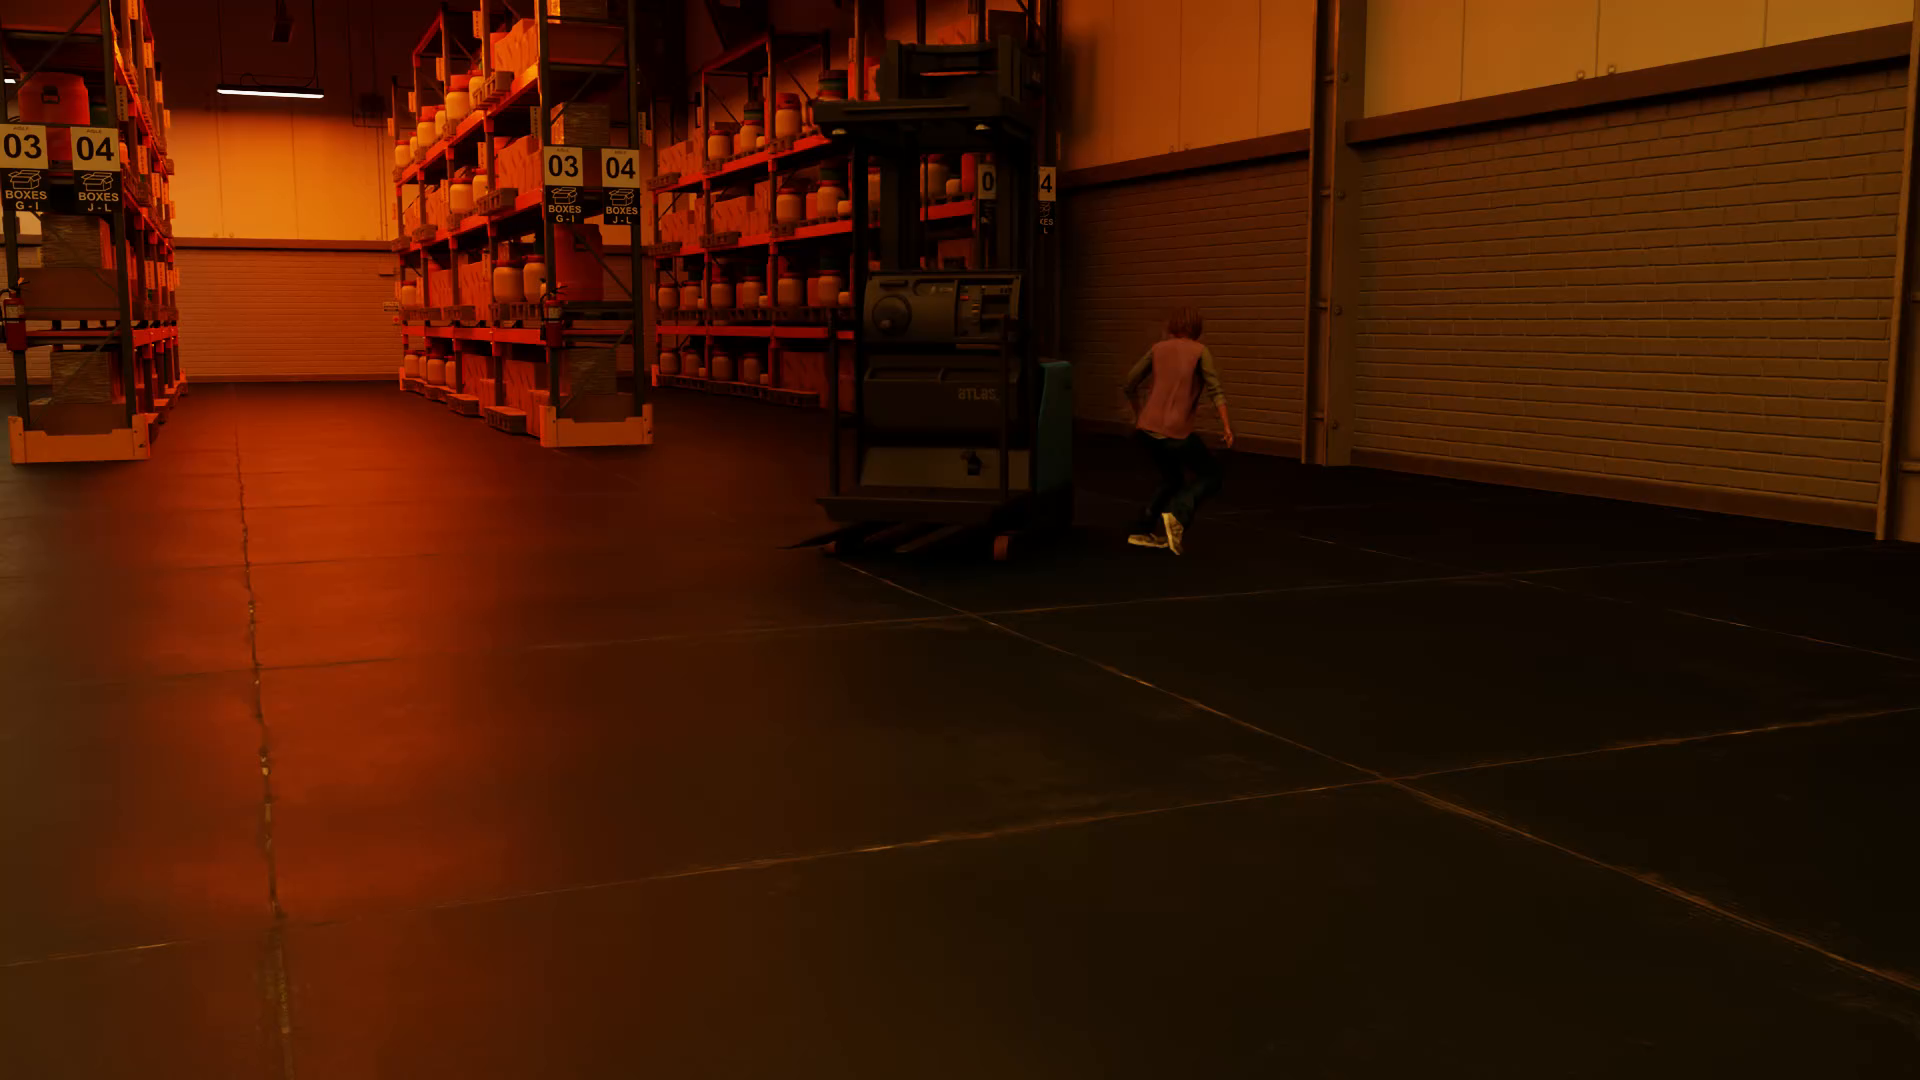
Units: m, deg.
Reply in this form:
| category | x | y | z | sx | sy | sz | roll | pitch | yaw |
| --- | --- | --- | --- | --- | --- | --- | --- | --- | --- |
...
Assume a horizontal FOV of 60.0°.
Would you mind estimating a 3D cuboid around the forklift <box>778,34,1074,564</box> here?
| category | x | y | z | sx | sy | sz | roll | pitch | yaw |
| --- | --- | --- | --- | --- | --- | --- | --- | --- | --- |
| forklift | -0.161 | -1.376 | 9.377 | 1.130 | 2.935 | 3.031 | 2 | 8 | 16 |

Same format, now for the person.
| category | x | y | z | sx | sy | sz | roll | pitch | yaw |
| --- | --- | --- | --- | --- | --- | --- | --- | --- | --- |
| person | 1.264 | -0.631 | 9.596 | 0.807 | 1.430 | 0.475 | 7 | 10 | 44 |
